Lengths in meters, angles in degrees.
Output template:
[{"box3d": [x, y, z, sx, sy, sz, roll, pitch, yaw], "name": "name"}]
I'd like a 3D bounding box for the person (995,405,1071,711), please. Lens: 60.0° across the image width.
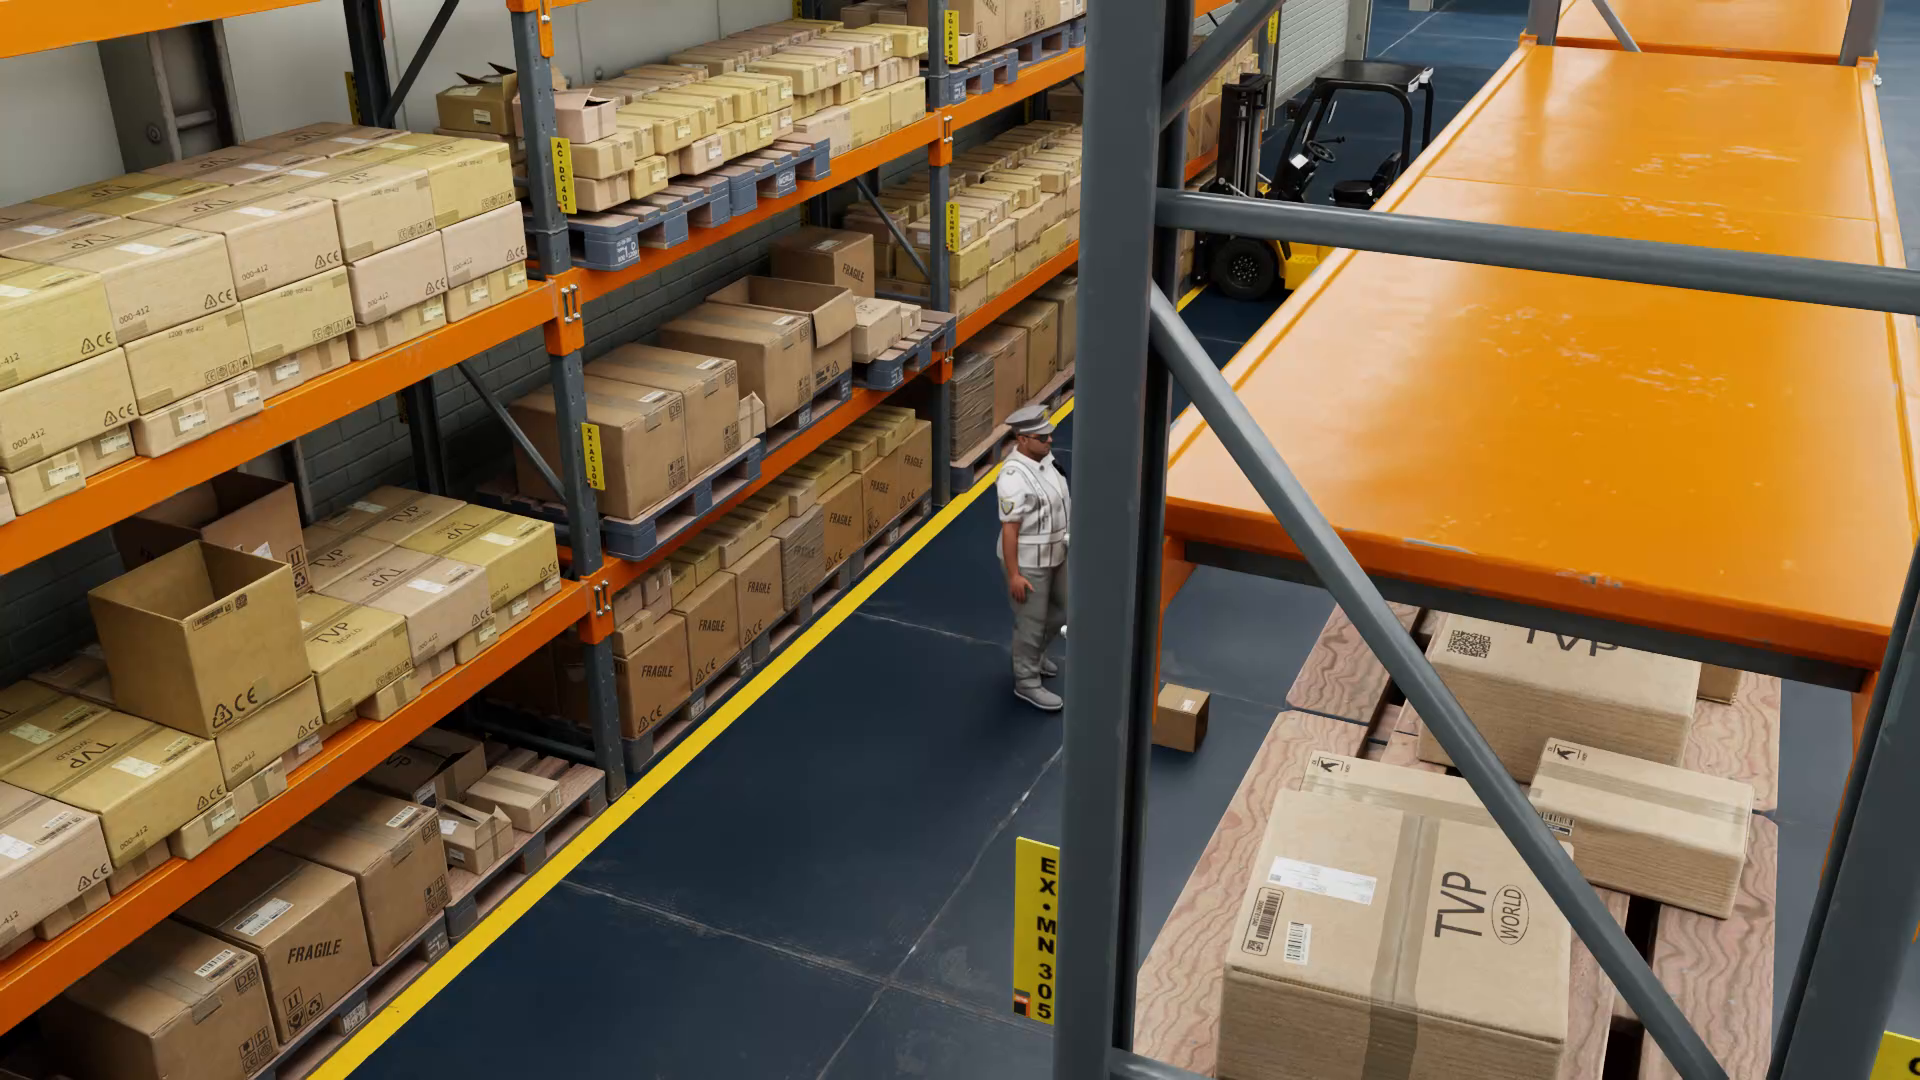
[{"box3d": [0.435, 0.089, 9.210, 0.449, 1.781, 0.571, 13, 29, 24], "name": "person"}]
